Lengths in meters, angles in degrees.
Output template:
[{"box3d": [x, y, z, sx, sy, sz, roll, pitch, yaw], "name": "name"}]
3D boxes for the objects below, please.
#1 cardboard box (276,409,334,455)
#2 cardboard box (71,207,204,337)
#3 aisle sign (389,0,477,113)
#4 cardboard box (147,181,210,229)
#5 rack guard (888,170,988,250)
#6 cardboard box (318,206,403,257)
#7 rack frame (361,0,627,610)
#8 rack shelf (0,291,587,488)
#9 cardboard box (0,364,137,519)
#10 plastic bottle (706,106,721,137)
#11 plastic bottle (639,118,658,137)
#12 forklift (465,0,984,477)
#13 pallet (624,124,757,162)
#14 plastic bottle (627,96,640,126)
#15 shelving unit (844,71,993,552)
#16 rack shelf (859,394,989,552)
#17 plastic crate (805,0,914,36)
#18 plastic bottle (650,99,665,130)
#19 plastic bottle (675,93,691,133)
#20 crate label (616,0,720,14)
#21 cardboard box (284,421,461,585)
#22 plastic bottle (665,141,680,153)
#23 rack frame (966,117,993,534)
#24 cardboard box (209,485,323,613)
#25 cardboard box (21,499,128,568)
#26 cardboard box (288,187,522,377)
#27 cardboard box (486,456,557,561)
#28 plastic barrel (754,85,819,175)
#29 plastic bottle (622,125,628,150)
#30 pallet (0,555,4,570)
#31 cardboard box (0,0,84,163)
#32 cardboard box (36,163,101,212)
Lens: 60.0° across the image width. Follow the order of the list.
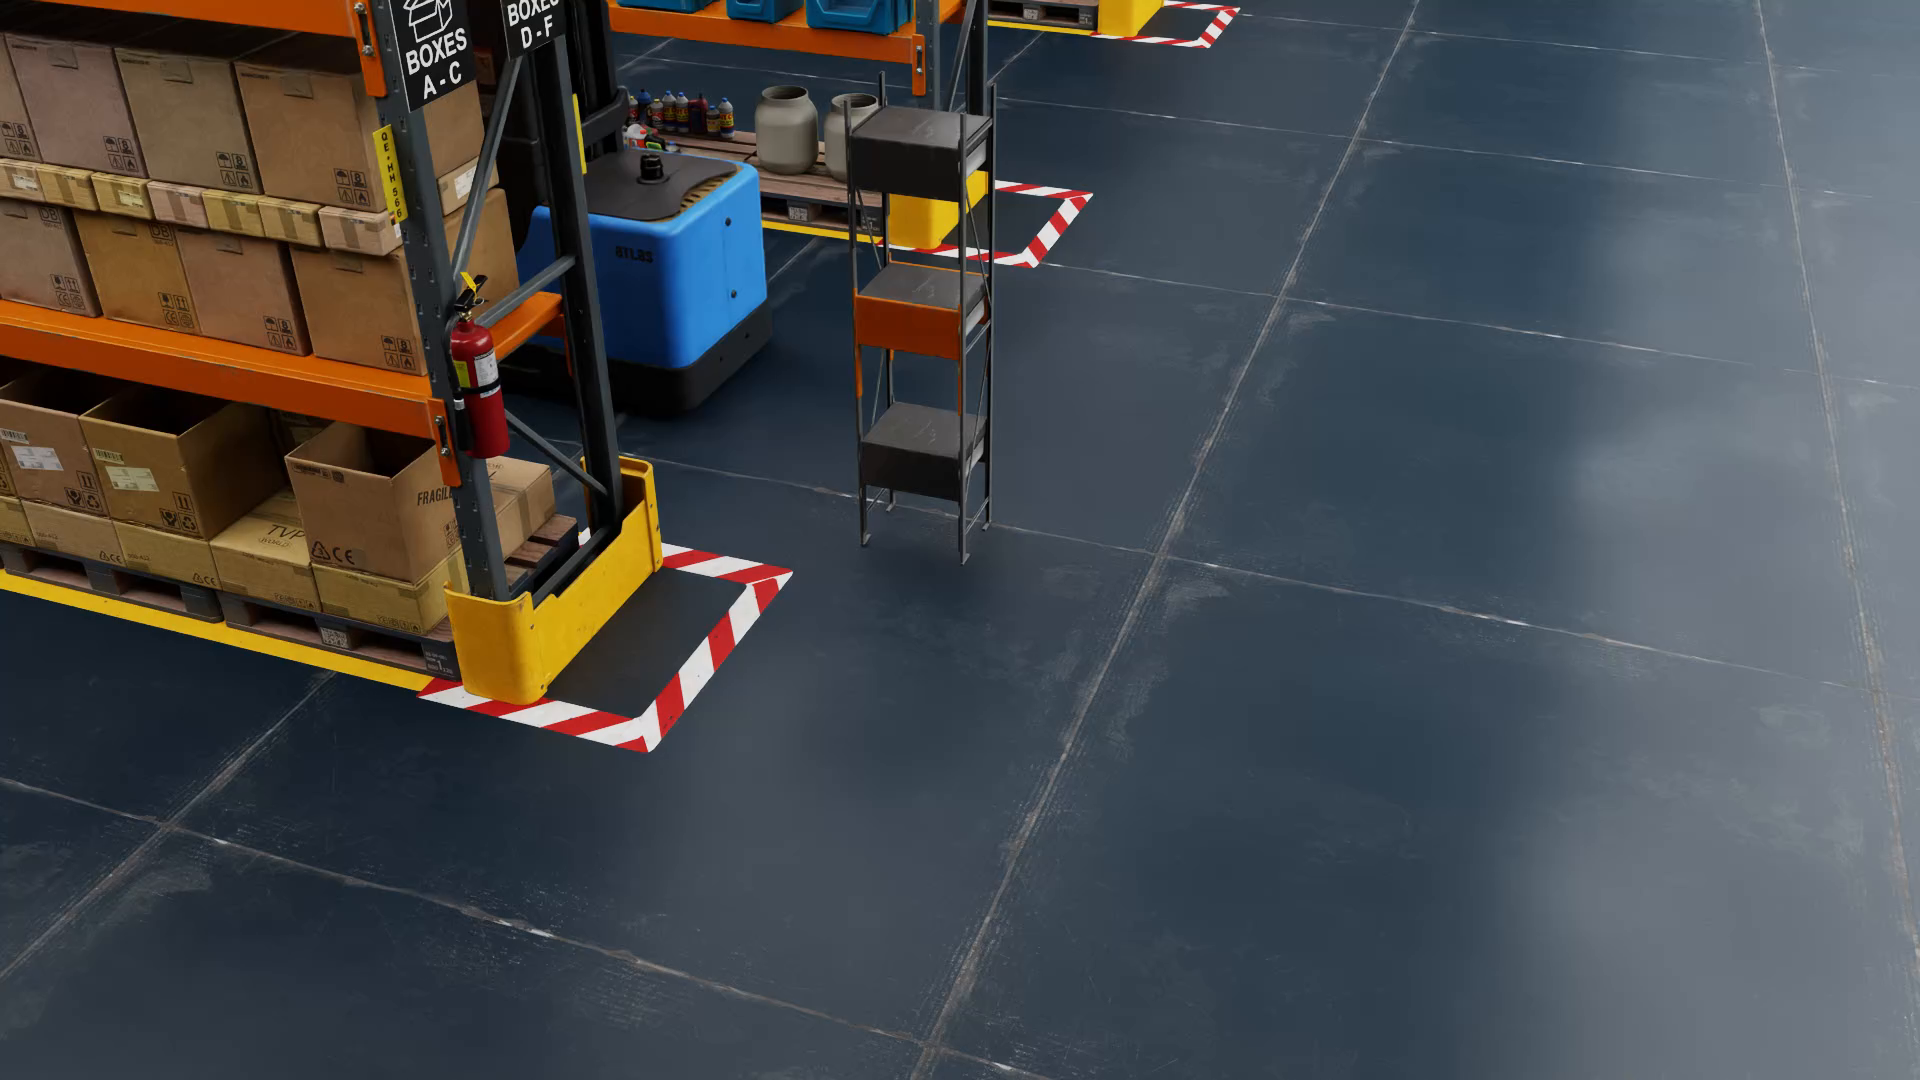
[{"box3d": [-2.619, -0.554, 7.299, 0.500, 0.500, 0.500, 11, 34, 16], "name": "cardboard box"}, {"box3d": [-3.115, -1.237, 6.808, 0.500, 0.500, 0.700, 11, 35, 17], "name": "cardboard box"}, {"box3d": [-1.755, -1.846, 5.446, 0.004, 0.787, 0.394, 11, 34, 16], "name": "aisle sign"}, {"box3d": [-2.866, -1.344, 6.375, 0.250, 0.149, 0.380, 11, 35, 17], "name": "cardboard box"}, {"box3d": [-0.131, -2.384, 10.981, 0.348, 0.500, 1.175, 11, 34, 16], "name": "rack guard"}, {"box3d": [-2.142, -1.203, 6.157, 0.250, 0.149, 0.380, 10, 34, 16], "name": "cardboard box"}, {"box3d": [-1.718, -0.915, 6.402, 0.127, 3.000, 1.000, 11, 34, 16], "name": "rack frame"}, {"box3d": [-3.601, -0.979, 7.164, 4.000, 0.370, 1.077, 11, 34, 16], "name": "rack shelf"}, {"box3d": [-3.740, -0.466, 7.162, 0.500, 0.500, 0.500, 11, 34, 16], "name": "cardboard box"}, {"box3d": [-1.743, -2.963, 11.748, 0.097, 0.201, 0.097, 0, 33, 0], "name": "plastic bottle"}, {"box3d": [-2.113, -2.714, 11.287, 0.133, 0.283, 0.061, 11, 34, 16], "name": "plastic bottle"}, {"box3d": [-1.925, -2.049, 8.221, 4.795, 2.935, 1.782, 12, 35, 18], "name": "forklift"}, {"box3d": [-2.038, -2.638, 11.641, 1.213, 0.211, 1.003, 11, 34, 16], "name": "pallet"}, {"box3d": [-2.349, -3.081, 11.931, 0.097, 0.201, 0.097, 0, 33, 0], "name": "plastic bottle"}, {"box3d": [-0.158, -0.913, 7.228, 0.499, 2.100, 0.431, 11, 34, 16], "name": "shelving unit"}, {"box3d": [-0.156, -0.313, 7.614, 0.480, 0.518, 0.431, 11, 34, 16], "name": "rack shelf"}, {"box3d": [-0.616, -3.320, 10.264, 0.616, 0.251, 0.499, 11, 34, 16], "name": "plastic crate"}, {"box3d": [-2.155, -3.043, 11.872, 0.097, 0.201, 0.097, 0, 33, 0], "name": "plastic bottle"}, {"box3d": [-1.968, -3.036, 11.797, 0.097, 0.271, 0.097, 0, 33, 0], "name": "plastic bottle"}, {"box3d": [-1.867, -3.658, 10.617, 0.616, 0.435, 0.502, 11, 34, 16], "name": "crate label"}, {"box3d": [-2.323, -0.198, 6.748, 0.500, 0.500, 0.500, 11, 34, 16], "name": "cardboard box"}, {"box3d": [-1.920, -2.565, 11.132, 0.097, 0.201, 0.097, 0, 33, 0], "name": "plastic bottle"}, {"box3d": [0.074, -0.868, 7.159, 0.006, 1.831, 0.380, 11, 34, 16], "name": "rack frame"}, {"box3d": [-2.797, 0.031, 7.085, 0.500, 0.250, 0.500, 11, 34, 16], "name": "cardboard box"}, {"box3d": [-3.739, -0.152, 7.368, 0.500, 0.250, 0.500, 11, 34, 16], "name": "cardboard box"}, {"box3d": [-2.153, -1.049, 6.518, 0.500, 0.500, 0.700, 11, 34, 16], "name": "cardboard box"}, {"box3d": [-2.148, -0.148, 7.362, 0.500, 0.250, 0.500, 11, 34, 16], "name": "cardboard box"}, {"box3d": [-1.161, -2.748, 11.148, 0.421, 0.512, 0.421, 0, 33, 0], "name": "plastic barrel"}, {"box3d": [-2.279, -2.682, 11.244, 0.135, 0.276, 0.152, 10, 34, 15], "name": "plastic bottle"}, {"box3d": [-4.749, -0.309, 8.034, 1.213, 0.211, 1.003, 11, 34, 16], "name": "pallet"}, {"box3d": [-3.646, -1.881, 6.610, 0.500, 0.500, 0.700, 11, 34, 17], "name": "cardboard box"}, {"box3d": [-3.361, -1.439, 6.523, 0.250, 0.149, 0.380, 12, 35, 18], "name": "cardboard box"}]
